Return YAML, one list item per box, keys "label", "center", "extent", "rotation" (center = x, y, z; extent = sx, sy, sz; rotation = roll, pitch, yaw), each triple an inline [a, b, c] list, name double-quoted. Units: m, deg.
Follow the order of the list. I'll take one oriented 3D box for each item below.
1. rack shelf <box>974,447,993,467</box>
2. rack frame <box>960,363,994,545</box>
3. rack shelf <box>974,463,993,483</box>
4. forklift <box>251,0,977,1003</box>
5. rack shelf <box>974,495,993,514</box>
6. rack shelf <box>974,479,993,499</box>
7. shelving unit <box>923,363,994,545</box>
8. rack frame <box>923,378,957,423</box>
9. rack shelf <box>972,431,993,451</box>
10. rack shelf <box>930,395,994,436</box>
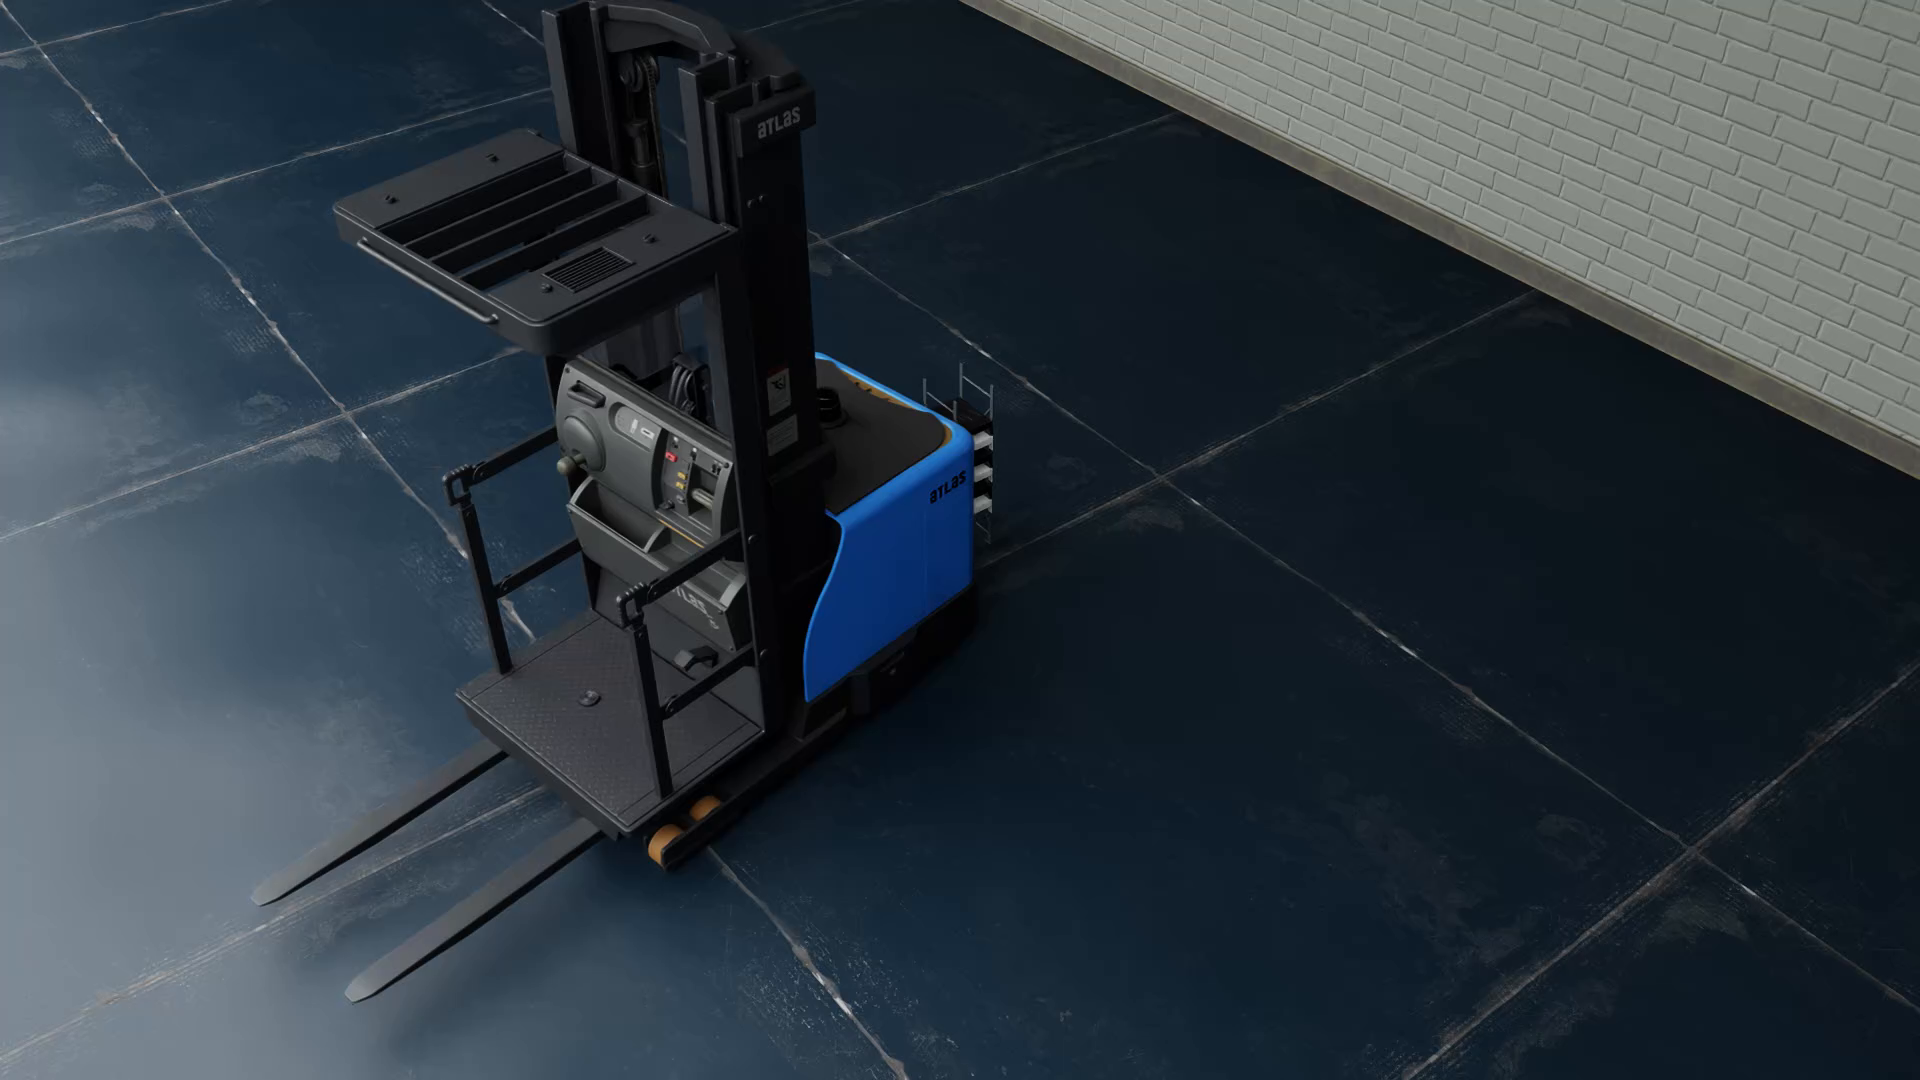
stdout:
- label: "rack shelf"
  center: [-0.006, -0.389, 7.558]
  extent: [0.200, 0.077, 0.258]
  rotation: [-26, 46, -28]
- label: "rack frame"
  center: [0.074, -0.384, 7.642]
  extent: [0.006, 0.900, 0.240]
  rotation: [-26, 46, -28]
- label: "rack shelf"
  center: [-0.006, -0.319, 7.615]
  extent: [0.200, 0.077, 0.258]
  rotation: [-26, 46, -28]
- label: "forklift"
  center: [-1.287, -0.249, 5.876]
  extent: [1.130, 2.935, 3.031]
  rotation: [30, 48, 31]
- label: "rack shelf"
  center: [-0.006, -0.180, 7.730]
  extent: [0.200, 0.077, 0.258]
  rotation: [-26, 46, -28]
- label: "rack shelf"
  center: [-0.006, -0.249, 7.672]
  extent: [0.200, 0.077, 0.258]
  rotation: [-26, 46, -28]
- label: "shelving unit"
  center: [-0.006, -0.345, 7.594]
  extent: [0.210, 0.900, 0.258]
  rotation: [-26, 46, -28]
- label: "rack frame"
  center: [-0.087, -0.305, 7.546]
  extent: [0.006, 0.900, 0.240]
  rotation: [-26, 46, -28]
- label: "rack shelf"
  center: [-0.006, -0.458, 7.501]
  extent: [0.200, 0.077, 0.258]
  rotation: [-26, 46, -28]
- label: "rack shelf"
  center: [-0.006, -0.528, 7.444]
  extent: [0.200, 0.077, 0.258]
  rotation: [-26, 46, -28]
